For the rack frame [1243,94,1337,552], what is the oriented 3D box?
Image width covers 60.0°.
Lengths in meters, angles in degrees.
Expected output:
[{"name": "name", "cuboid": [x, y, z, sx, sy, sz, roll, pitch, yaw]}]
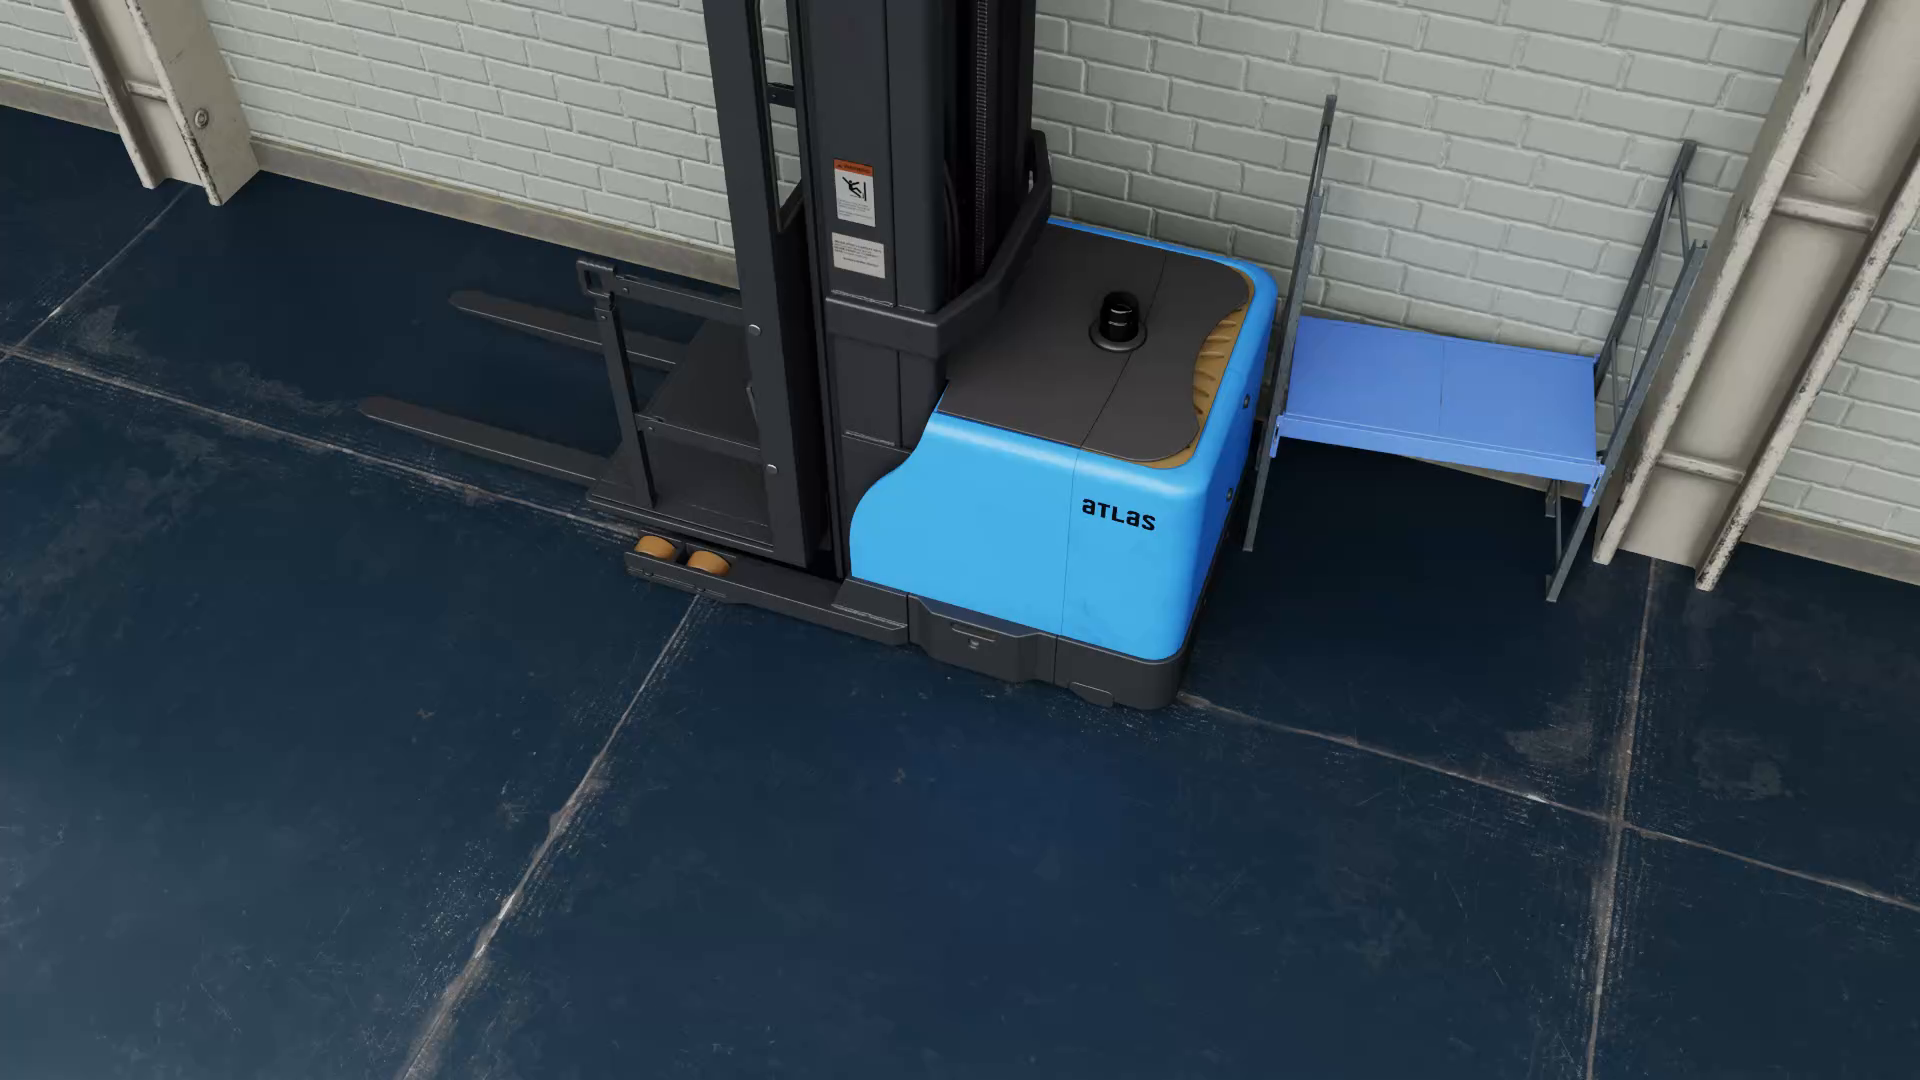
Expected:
[{"name": "rack frame", "cuboid": [1.042, -0.637, 5.310, 0.032, 1.500, 0.500, 10, 50, 8]}]

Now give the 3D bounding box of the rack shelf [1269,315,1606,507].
[{"name": "rack shelf", "cuboid": [1.538, -0.435, 5.373, 1.000, 0.185, 0.538, 10, 50, 8]}]

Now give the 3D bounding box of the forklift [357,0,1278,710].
[{"name": "forklift", "cuboid": [-0.592, -1.123, 4.784, 3.031, 2.935, 1.130, 15, 51, 13]}]

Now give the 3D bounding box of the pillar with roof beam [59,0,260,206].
[{"name": "pillar with roof beam", "cuboid": [-4.720, -1.453, 1.054, 0.400, 9.000, 9.100, 16, 51, 13]}]

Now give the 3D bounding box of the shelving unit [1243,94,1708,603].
[{"name": "shelving unit", "cuboid": [1.538, -0.553, 5.237, 1.048, 1.500, 0.538, 10, 50, 8]}]

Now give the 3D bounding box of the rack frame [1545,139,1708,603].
[{"name": "rack frame", "cuboid": [2.034, -0.469, 5.164, 0.032, 1.500, 0.500, 10, 50, 8]}]
